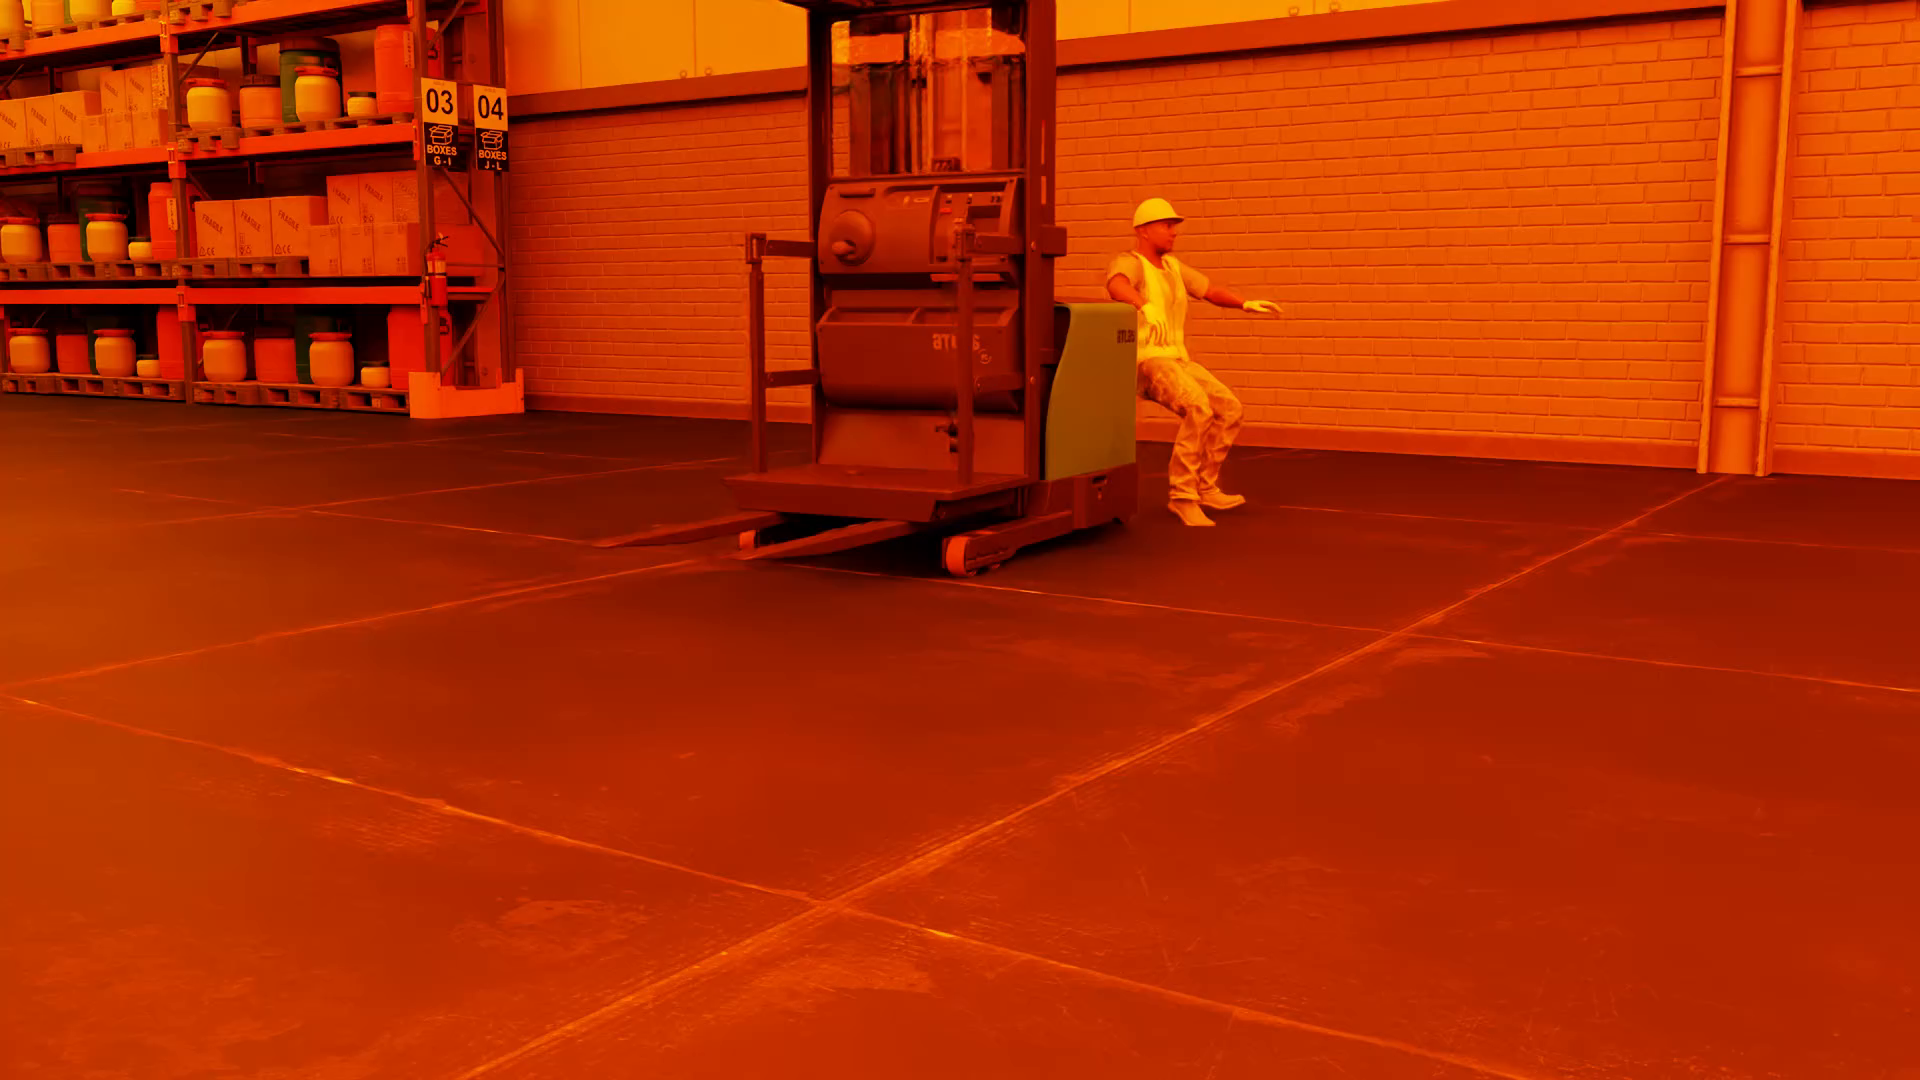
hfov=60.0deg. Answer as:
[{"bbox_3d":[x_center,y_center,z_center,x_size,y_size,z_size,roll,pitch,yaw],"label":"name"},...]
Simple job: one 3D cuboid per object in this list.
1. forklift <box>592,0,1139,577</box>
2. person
[{"bbox_3d":[-0.286,-1.375,6.861,1.130,2.935,3.031,4,9,28],"label":"forklift"},{"bbox_3d":[1.114,-0.908,8.390,0.761,1.625,0.998,5,10,33],"label":"person"}]
